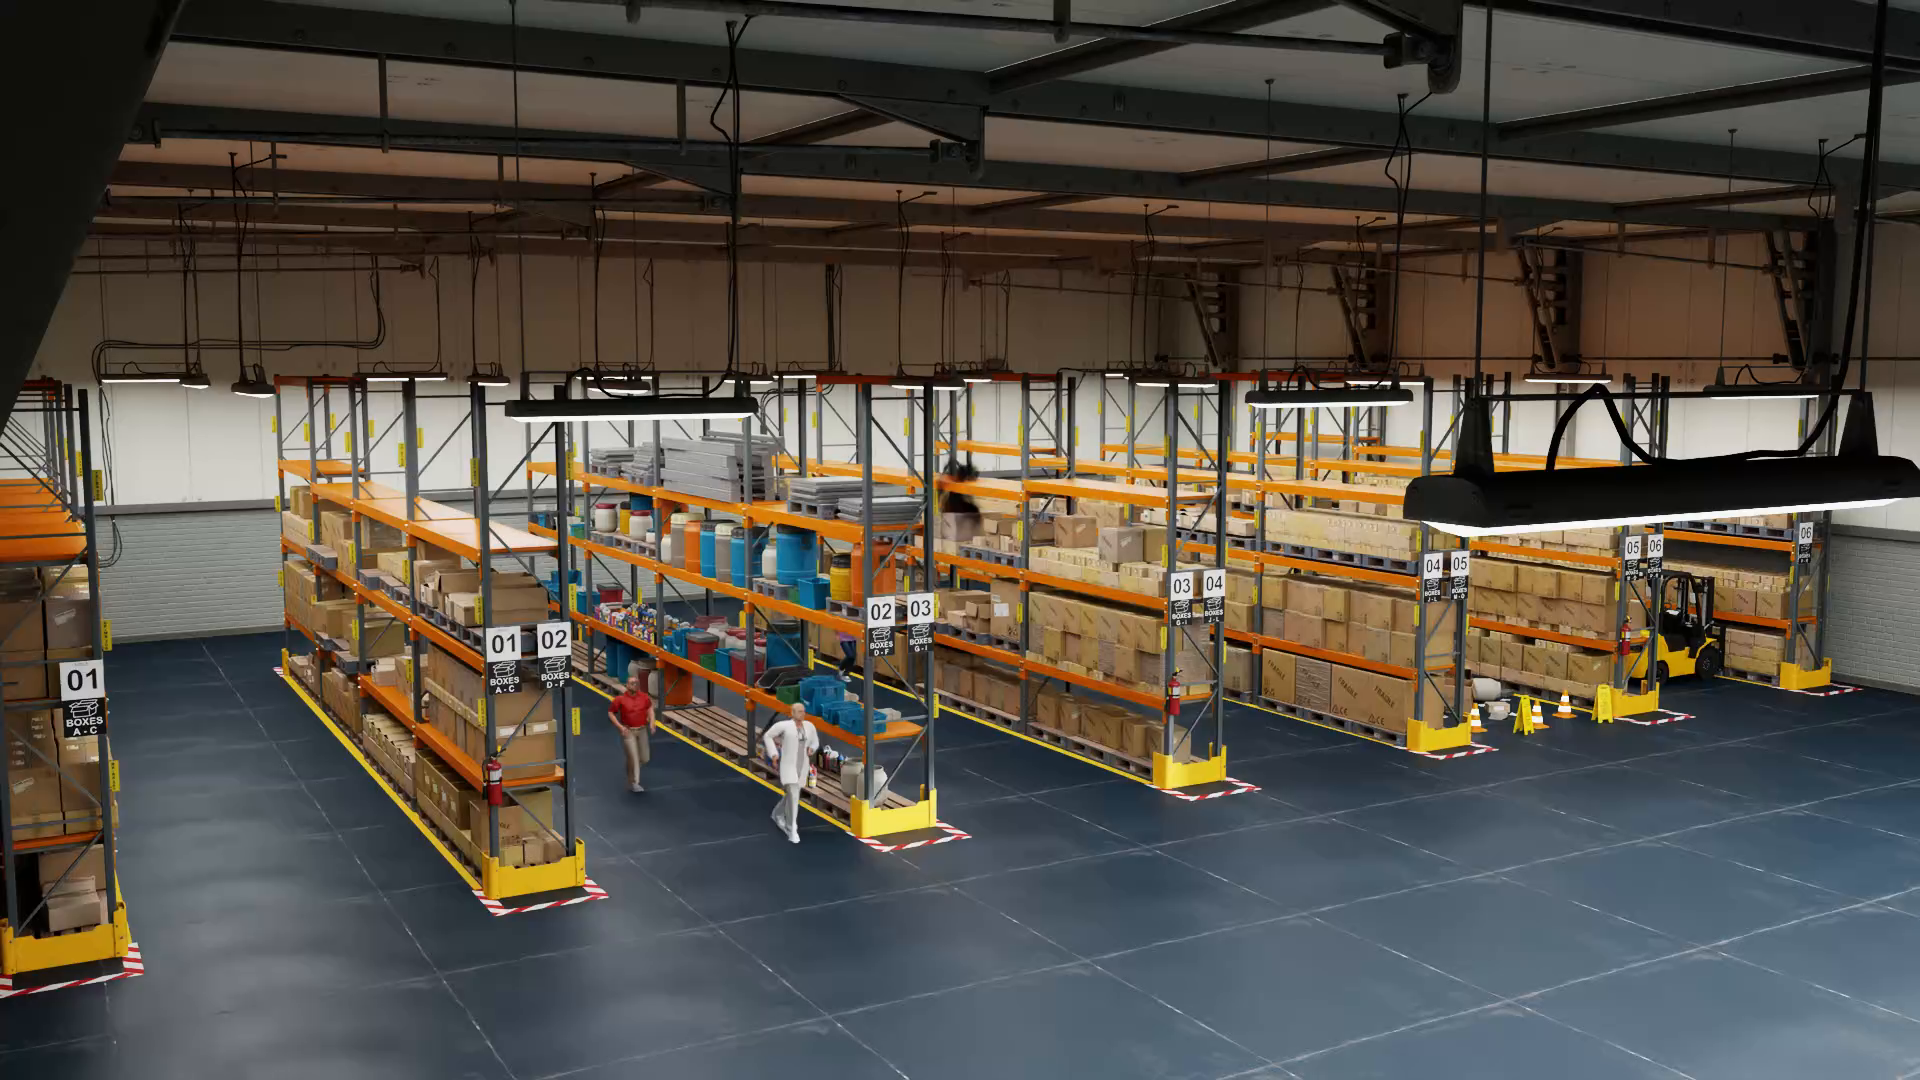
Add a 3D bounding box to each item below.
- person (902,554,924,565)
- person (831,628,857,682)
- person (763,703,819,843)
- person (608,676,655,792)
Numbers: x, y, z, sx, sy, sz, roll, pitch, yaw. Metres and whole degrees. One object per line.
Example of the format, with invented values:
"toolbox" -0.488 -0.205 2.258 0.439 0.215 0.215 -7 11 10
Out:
"person" -1.212 0.921 41.719 0.642 1.755 0.971 5 8 39
"person" -2.083 1.884 31.013 0.531 1.554 0.497 -4 8 -35
"person" -2.223 3.070 22.129 0.711 1.850 0.839 -5 8 -38
"person" -4.823 2.819 24.427 0.705 1.675 0.708 -5 8 -37
